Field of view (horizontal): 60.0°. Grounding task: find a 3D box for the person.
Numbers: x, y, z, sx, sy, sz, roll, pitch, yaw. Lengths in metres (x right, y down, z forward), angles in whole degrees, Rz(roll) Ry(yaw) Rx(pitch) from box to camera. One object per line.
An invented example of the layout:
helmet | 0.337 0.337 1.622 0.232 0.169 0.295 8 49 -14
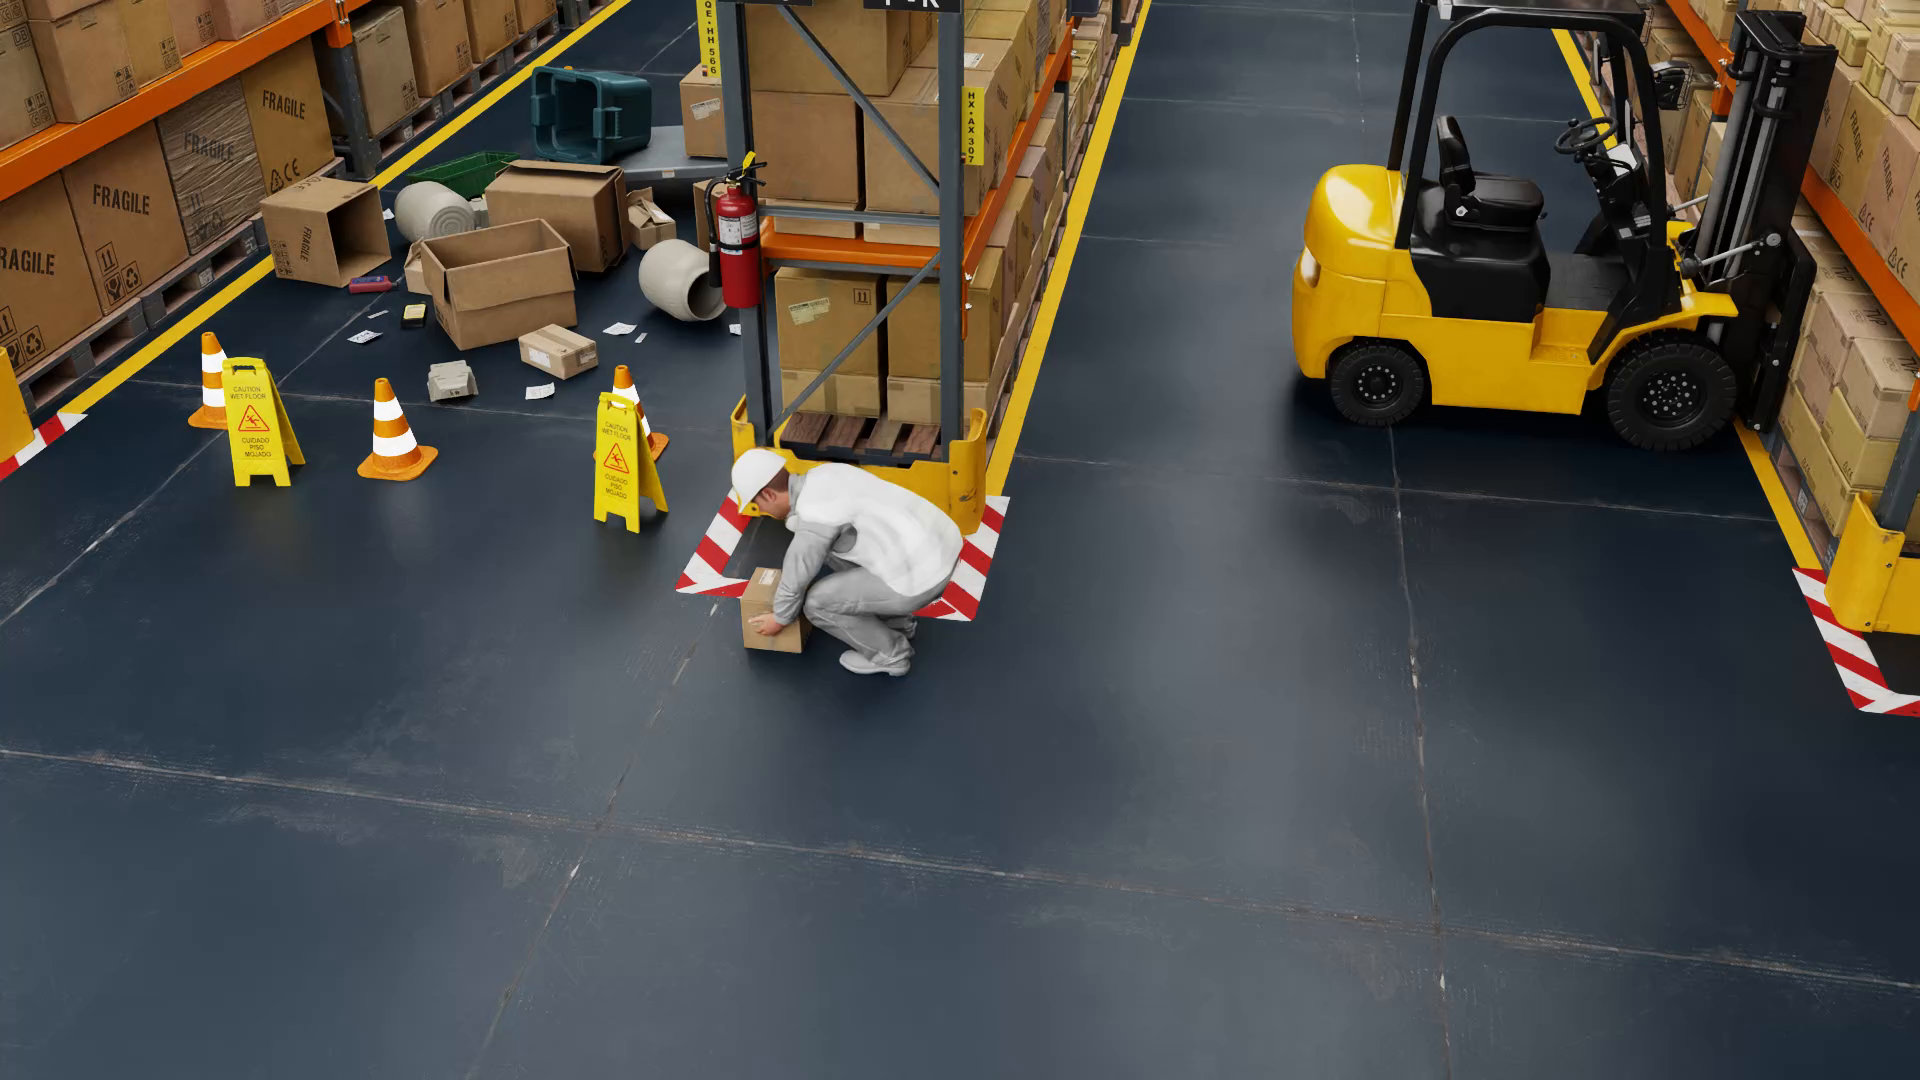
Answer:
person | -0.458 0.067 6.803 0.913 0.930 0.529 8 33 13
